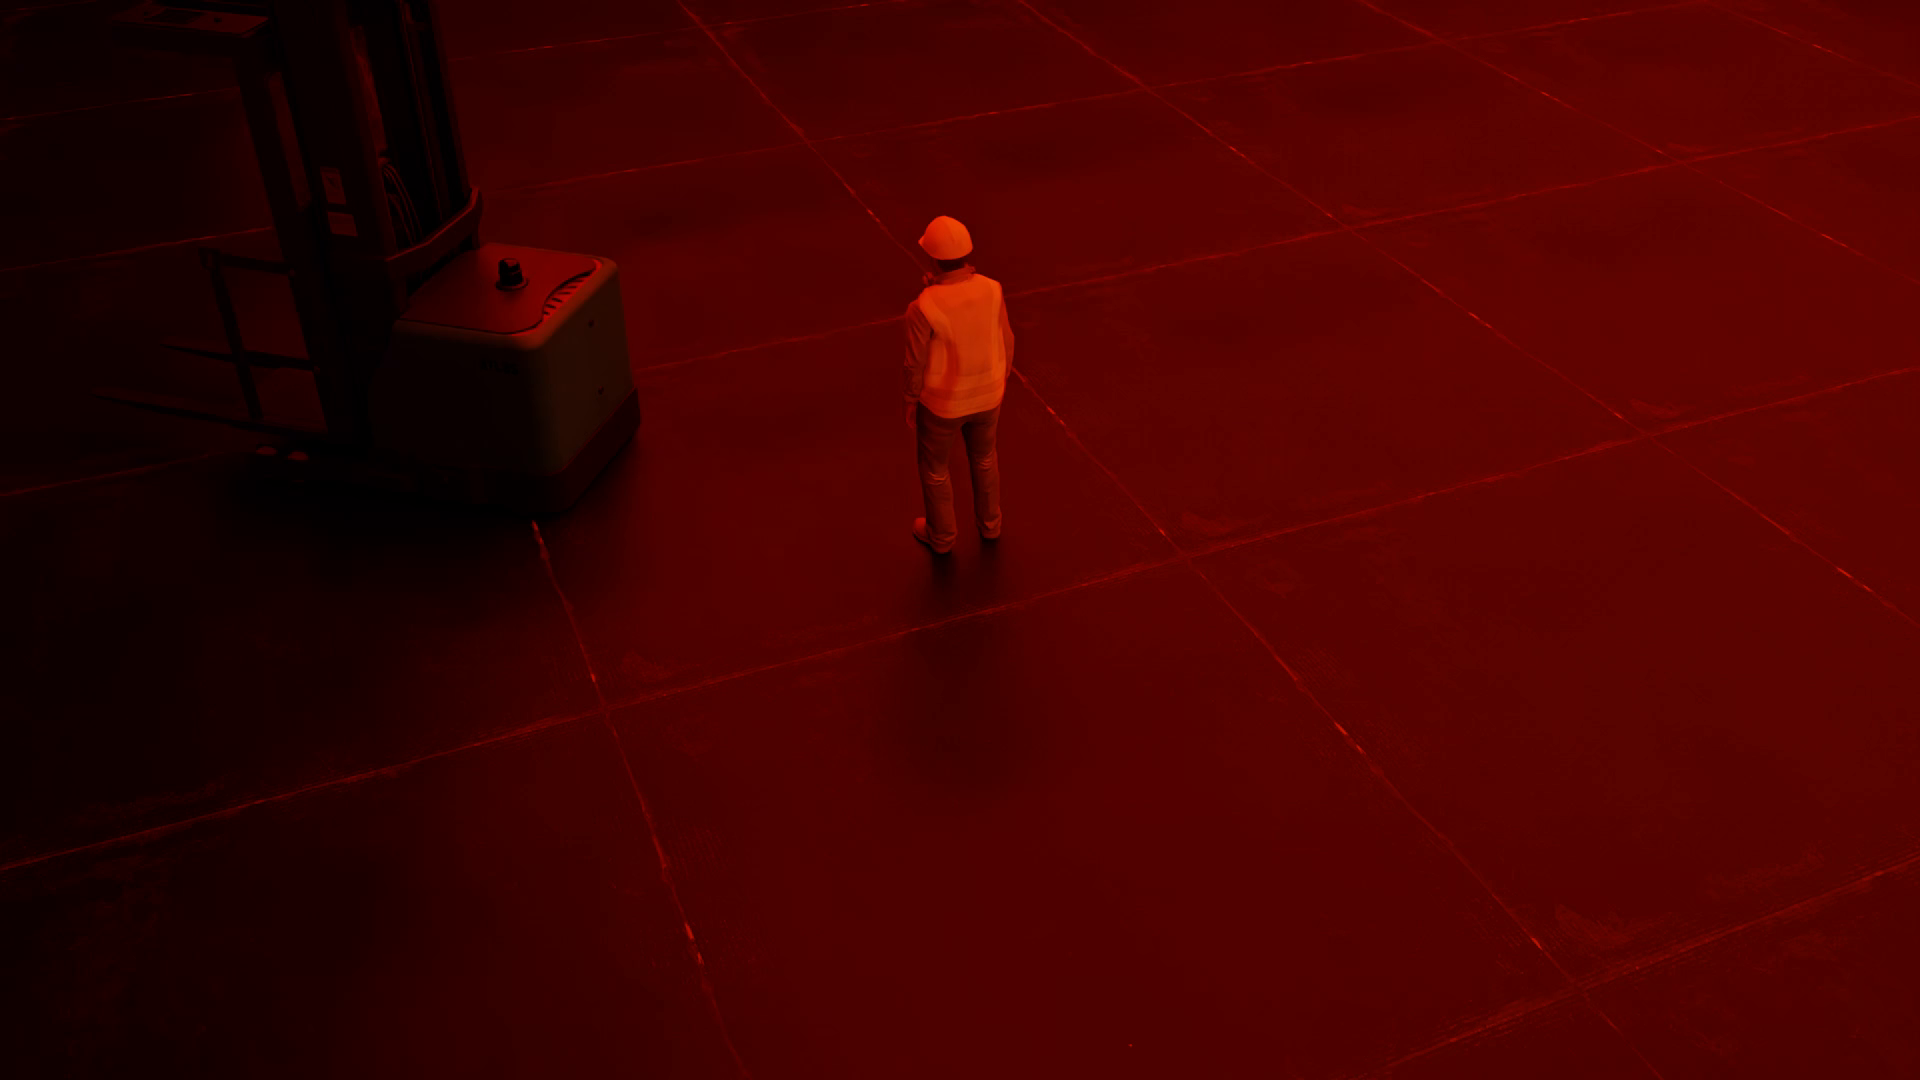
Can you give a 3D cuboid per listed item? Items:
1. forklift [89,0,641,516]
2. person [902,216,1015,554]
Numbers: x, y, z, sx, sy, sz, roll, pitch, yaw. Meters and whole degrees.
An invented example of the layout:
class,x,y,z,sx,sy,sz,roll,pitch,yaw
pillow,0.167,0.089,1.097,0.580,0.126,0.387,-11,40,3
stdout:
class,x,y,z,sx,sy,sz,roll,pitch,yaw
forklift,-3.386,-1.793,8.620,3.031,2.935,1.130,9,36,13
person,-0.018,-0.732,8.130,0.580,1.770,0.463,-15,38,-20
